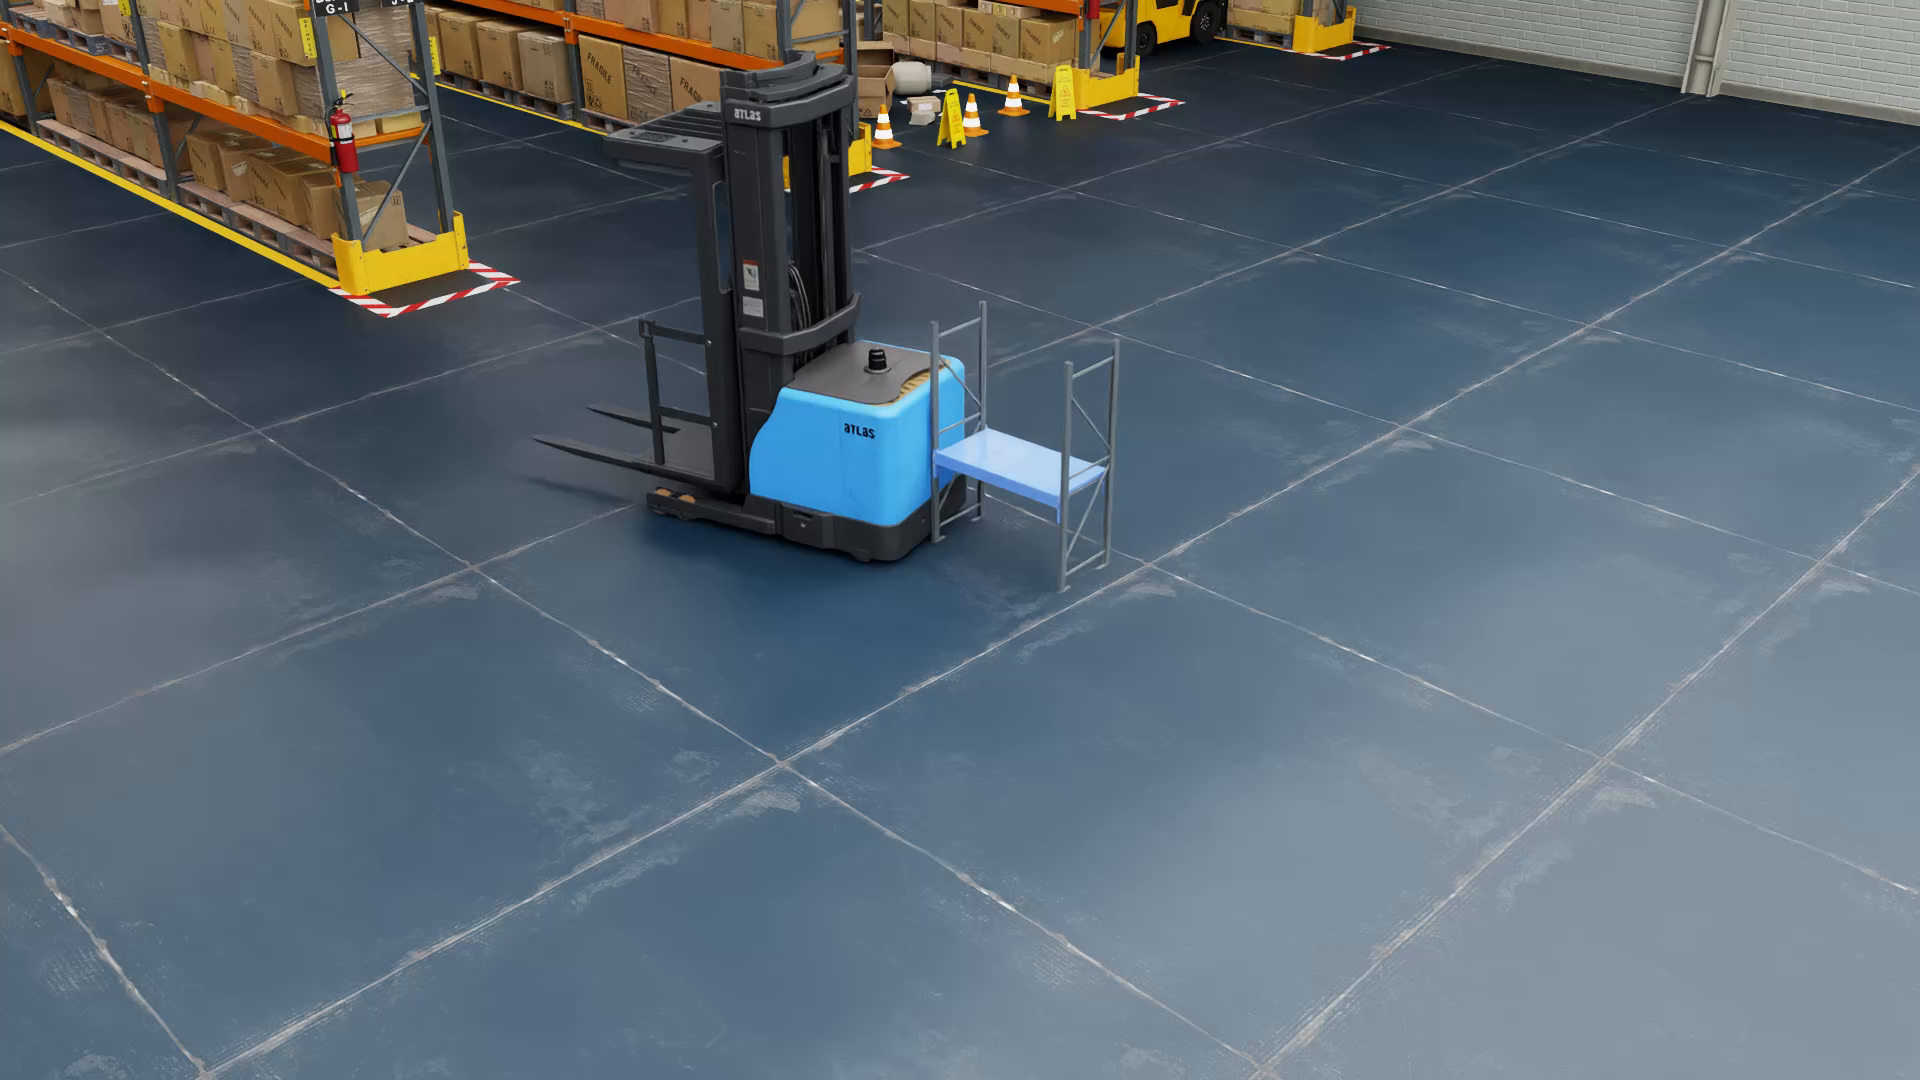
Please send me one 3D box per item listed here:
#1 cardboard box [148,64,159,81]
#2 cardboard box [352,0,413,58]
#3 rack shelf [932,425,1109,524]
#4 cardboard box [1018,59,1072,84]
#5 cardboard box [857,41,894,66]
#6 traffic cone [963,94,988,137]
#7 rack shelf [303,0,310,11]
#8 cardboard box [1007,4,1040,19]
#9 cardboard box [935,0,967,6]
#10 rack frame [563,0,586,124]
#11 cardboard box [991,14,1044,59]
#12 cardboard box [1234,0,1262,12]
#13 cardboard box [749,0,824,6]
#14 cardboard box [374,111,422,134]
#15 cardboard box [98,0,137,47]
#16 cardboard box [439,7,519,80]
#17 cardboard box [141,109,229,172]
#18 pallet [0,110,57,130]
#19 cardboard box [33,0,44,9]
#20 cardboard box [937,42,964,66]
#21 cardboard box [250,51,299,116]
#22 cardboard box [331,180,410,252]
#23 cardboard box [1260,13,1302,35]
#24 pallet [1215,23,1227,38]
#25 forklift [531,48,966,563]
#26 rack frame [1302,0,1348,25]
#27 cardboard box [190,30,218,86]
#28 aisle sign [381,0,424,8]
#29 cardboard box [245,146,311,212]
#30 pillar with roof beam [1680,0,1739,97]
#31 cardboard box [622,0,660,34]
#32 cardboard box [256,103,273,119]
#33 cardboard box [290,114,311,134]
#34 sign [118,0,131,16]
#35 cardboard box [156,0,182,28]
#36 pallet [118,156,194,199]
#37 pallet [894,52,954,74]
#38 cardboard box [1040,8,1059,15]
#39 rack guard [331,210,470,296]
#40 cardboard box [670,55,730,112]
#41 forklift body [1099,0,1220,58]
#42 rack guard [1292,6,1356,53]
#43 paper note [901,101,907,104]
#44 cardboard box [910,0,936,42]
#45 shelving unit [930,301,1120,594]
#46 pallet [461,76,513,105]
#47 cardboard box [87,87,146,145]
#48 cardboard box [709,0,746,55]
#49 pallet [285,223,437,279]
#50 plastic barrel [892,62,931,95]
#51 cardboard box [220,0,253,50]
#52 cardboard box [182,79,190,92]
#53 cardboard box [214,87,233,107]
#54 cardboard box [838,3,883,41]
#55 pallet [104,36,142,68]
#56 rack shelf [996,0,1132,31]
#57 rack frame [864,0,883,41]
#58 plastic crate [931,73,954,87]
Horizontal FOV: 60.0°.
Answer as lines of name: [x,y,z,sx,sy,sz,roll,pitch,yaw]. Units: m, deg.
cardboard box: [-7.969,-4.754,16.831,0.250,0.149,0.380,25,36,38]
cardboard box: [-5.260,-4.618,14.802,0.500,0.500,0.500,25,36,38]
rack shelf: [0.378,-0.420,10.317,1.000,0.185,0.538,22,35,35]
cardboard box: [1.107,-6.170,21.758,0.500,0.250,0.500,24,36,38]
cardboard box: [-1.153,-6.417,22.408,0.500,0.500,0.500,-3,28,-5]
traffic cone: [0.142,-5.129,20.000,0.334,0.463,0.336,25,36,38]
rack shelf: [-6.485,-5.392,15.324,4.000,0.370,1.077,25,36,38]
cardboard box: [0.826,-6.879,21.603,0.380,0.149,0.250,-24,36,-38]
cardboard box: [-0.123,-7.315,22.433,0.380,0.149,0.250,-23,35,-36]
rack frame: [-4.362,-6.648,20.164,0.127,3.000,1.000,25,36,38]
cardboard box: [0.760,-6.664,21.891,0.500,0.500,0.500,-24,36,-37]
cardboard box: [4.450,-8.080,24.852,0.500,0.250,0.500,24,36,38]
cardboard box: [-1.747,-6.021,17.650,0.550,0.550,0.875,25,36,38]
cardboard box: [-5.095,-3.791,15.000,0.250,0.149,0.380,25,36,38]
cardboard box: [-8.380,-5.792,17.440,1.000,1.000,1.000,25,37,39]
cardboard box: [-6.217,-6.631,22.097,1.050,0.750,0.750,-25,36,-38]
cardboard box: [-8.334,-4.331,17.970,0.500,0.500,0.700,21,34,35]
pallet: [-11.273,-5.388,20.764,1.213,0.211,1.003,25,36,38]
cardboard box: [-10.350,-6.408,19.147,0.500,0.500,0.500,20,33,33]
cardboard box: [0.037,-6.668,22.705,0.500,0.250,0.500,24,36,38]
cardboard box: [-5.873,-4.218,15.115,0.500,0.500,0.875,25,36,38]
cardboard box: [-5.492,-3.019,15.496,0.500,0.500,0.500,-18,33,-30]
cardboard box: [4.810,-7.685,24.638,0.500,0.250,0.500,25,37,39]
pallet: [3.926,-8.067,25.858,1.213,0.211,1.003,25,36,38]
forklift: [-1.505,-1.628,10.690,3.031,2.935,1.130,14,31,24]
rack frame: [5.366,-8.667,24.004,0.127,3.000,1.000,25,36,38]
cardboard box: [-6.875,-4.739,16.106,0.500,0.500,0.875,25,36,38]
aisle sign: [-4.804,-4.960,14.160,0.004,0.787,0.394,25,36,38]
cardboard box: [-6.743,-3.610,16.620,0.500,0.500,0.500,21,34,34]
pillar with roof beam: [6.762,-8.462,17.168,0.400,9.000,9.100,25,36,38]
cardboard box: [-3.380,-6.211,19.171,0.550,0.550,0.875,25,36,38]
cardboard box: [-6.310,-4.046,15.484,0.250,0.149,0.380,25,36,38]
cardboard box: [-5.799,-3.790,14.997,0.250,0.149,0.380,25,36,38]
sign: [-8.298,-5.362,16.474,0.005,0.325,0.100,25,36,38]
cardboard box: [-7.411,-5.260,16.022,0.500,0.500,0.500,25,36,38]
pallet: [-8.467,-4.055,18.227,1.213,0.211,1.003,25,36,38]
pallet: [-0.460,-6.882,23.605,1.213,0.211,1.003,25,36,38]
cardboard box: [1.114,-6.851,22.247,0.500,0.500,0.500,23,35,37]
rack guard: [-5.113,-2.648,15.243,0.348,0.500,1.175,25,36,38]
cardboard box: [-2.668,-5.074,19.002,0.875,0.875,0.875,24,36,38]
forklift body: [2.735,-8.305,24.227,1.214,2.155,2.313,25,36,38]
rack guard: [5.383,-7.553,24.571,0.348,0.500,1.175,25,36,38]
paper note: [-0.681,-5.674,21.514,0.148,0.019,0.142,-13,30,-22]
cardboard box: [-0.342,-7.172,22.857,0.500,0.500,0.500,-24,36,-37]
shelving unit: [0.378,-0.579,10.233,1.048,1.500,0.538,22,35,35]
pallet: [-5.839,-6.039,22.001,1.213,0.211,1.003,25,36,38]
cardboard box: [-9.458,-4.857,18.971,0.700,0.500,0.500,-22,35,-35]
cardboard box: [-2.213,-5.688,18.176,0.550,0.550,0.875,25,36,38]
pallet: [-5.668,-2.797,15.837,1.213,0.211,1.003,25,36,38]
plastic barrel: [-0.645,-6.050,21.794,0.512,0.421,0.421,-3,28,-5]
cardboard box: [-6.340,-4.771,15.093,0.500,0.500,0.500,25,36,38]
cardboard box: [-7.417,-4.517,16.381,0.250,0.149,0.380,25,36,38]
cardboard box: [-6.890,-4.269,15.909,0.250,0.149,0.380,25,36,38]
cardboard box: [-1.339,-7.517,24.188,0.950,0.372,0.625,-25,37,-39]
pallet: [-8.354,-5.248,17.707,1.213,0.211,1.003,25,36,38]
rack shelf: [0.463,-7.353,22.277,4.000,0.370,1.077,25,36,38]
rack frame: [-0.963,-8.324,23.351,0.127,3.000,1.000,25,36,38]
plastic crate: [-0.419,-6.247,22.538,0.583,0.080,0.402,12,30,22]
